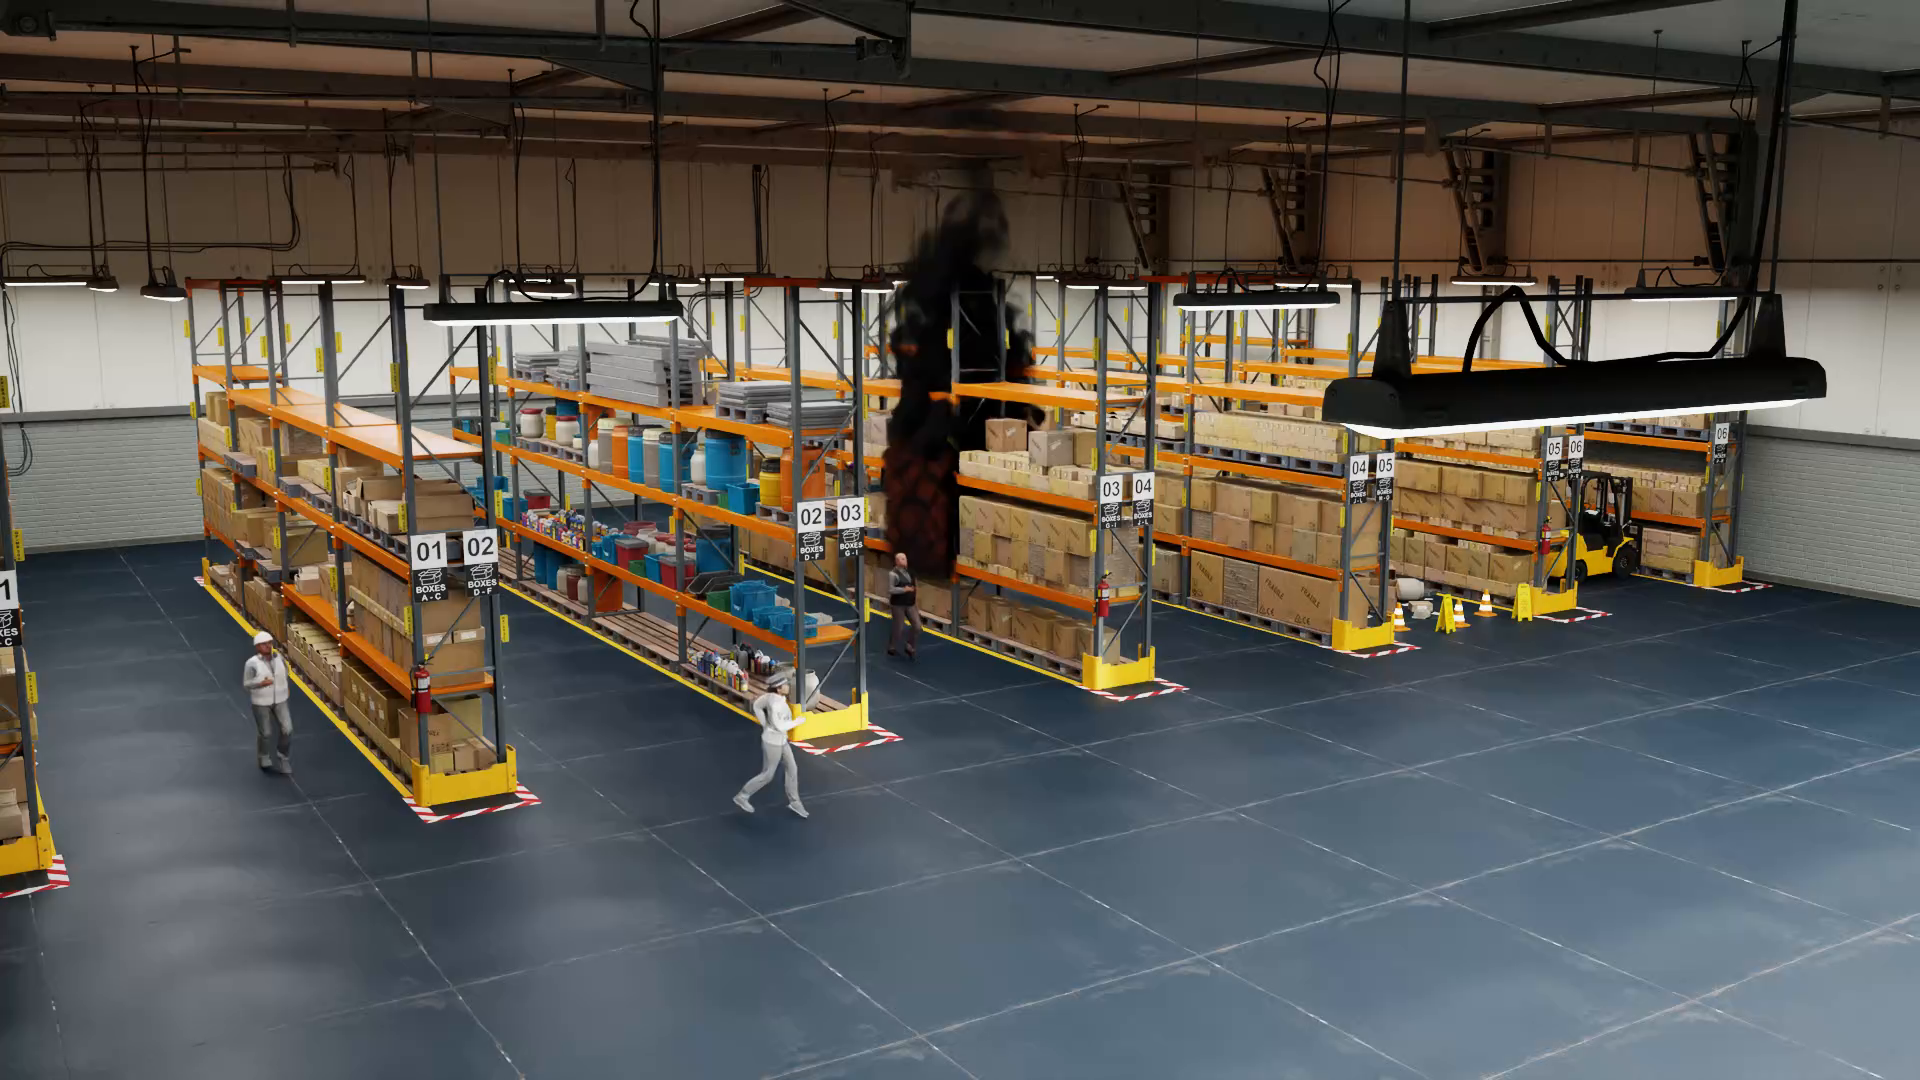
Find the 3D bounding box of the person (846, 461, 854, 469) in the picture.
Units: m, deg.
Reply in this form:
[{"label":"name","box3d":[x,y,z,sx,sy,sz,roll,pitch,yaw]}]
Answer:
[{"label":"person","box3d":[-2.907,-1.450,41.541,0.617,1.702,0.716,-7,12,-35]}]

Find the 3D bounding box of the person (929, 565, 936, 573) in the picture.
[{"label":"person","box3d":[-0.753,-0.078,33.516,0.543,1.691,0.869,-8,12,-39]}]

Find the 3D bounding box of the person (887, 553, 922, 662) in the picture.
[{"label":"person","box3d":[-0.889,1.079,26.446,0.637,1.763,0.711,-9,13,-41]}]

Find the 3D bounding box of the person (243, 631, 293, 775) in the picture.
[{"label":"person","box3d":[-8.552,2.032,20.643,0.637,1.814,0.711,-8,13,-40]}]

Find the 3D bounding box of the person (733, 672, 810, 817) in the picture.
[{"label":"person","box3d":[-2.162,2.364,18.971,0.875,1.750,0.607,-1,10,-5]}]
